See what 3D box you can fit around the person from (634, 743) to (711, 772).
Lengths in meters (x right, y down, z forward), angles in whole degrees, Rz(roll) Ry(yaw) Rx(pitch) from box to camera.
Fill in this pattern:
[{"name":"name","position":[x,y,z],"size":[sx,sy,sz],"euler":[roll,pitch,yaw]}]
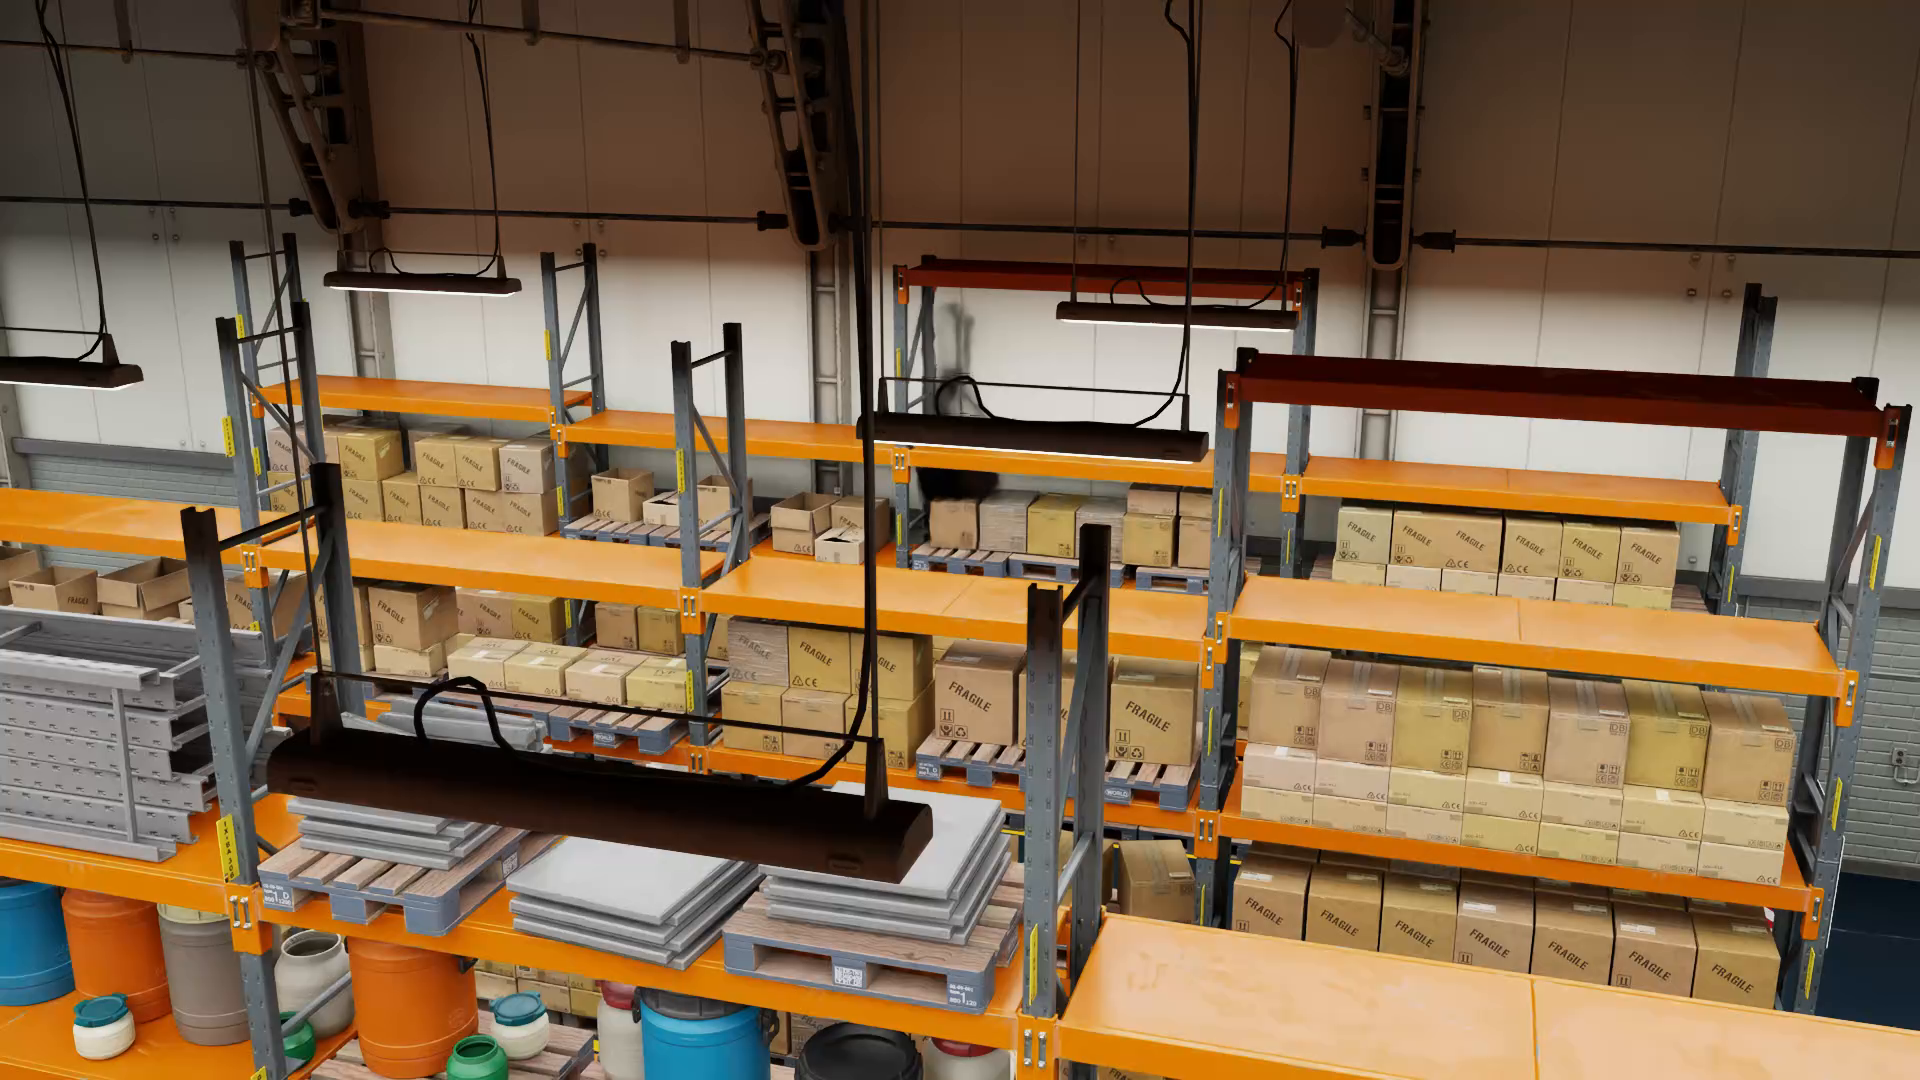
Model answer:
[{"name":"person","position":[-2.841,2.523,16.747],"size":[1.046,1.802,0.703],"euler":[3,16,9]}]

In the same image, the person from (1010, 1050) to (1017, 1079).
[{"name":"person","position":[0.353,4.134,11.448],"size":[0.920,1.702,0.701],"euler":[3,16,10]}]
